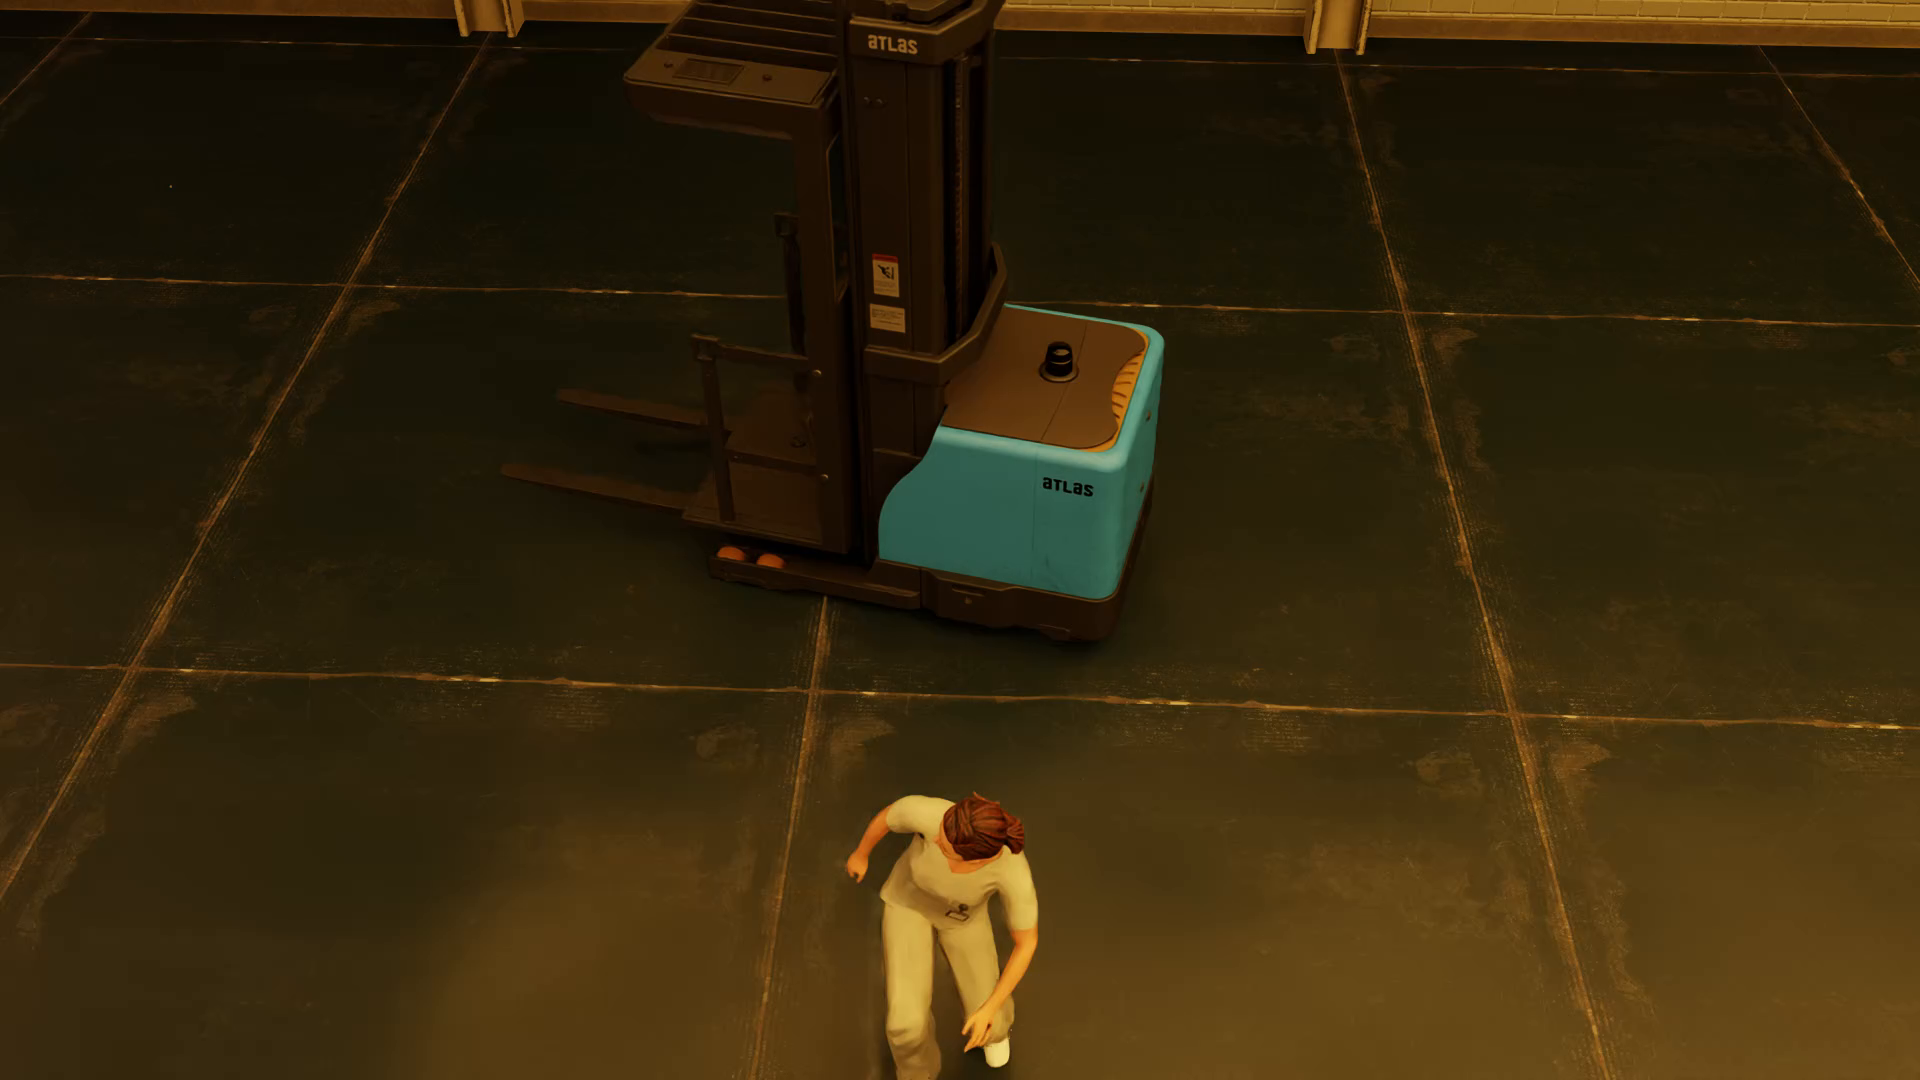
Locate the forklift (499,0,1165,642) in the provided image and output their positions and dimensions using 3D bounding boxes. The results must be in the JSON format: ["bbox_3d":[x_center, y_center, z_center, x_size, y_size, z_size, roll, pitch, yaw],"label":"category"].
[{"bbox_3d":[-0.657,-1.185,7.040,3.031,2.935,1.130,11,43,11],"label":"forklift"}]

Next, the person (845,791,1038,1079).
[{"bbox_3d":[-0.083,1.317,5.421,0.667,1.453,0.674,3,43,4],"label":"person"}]
